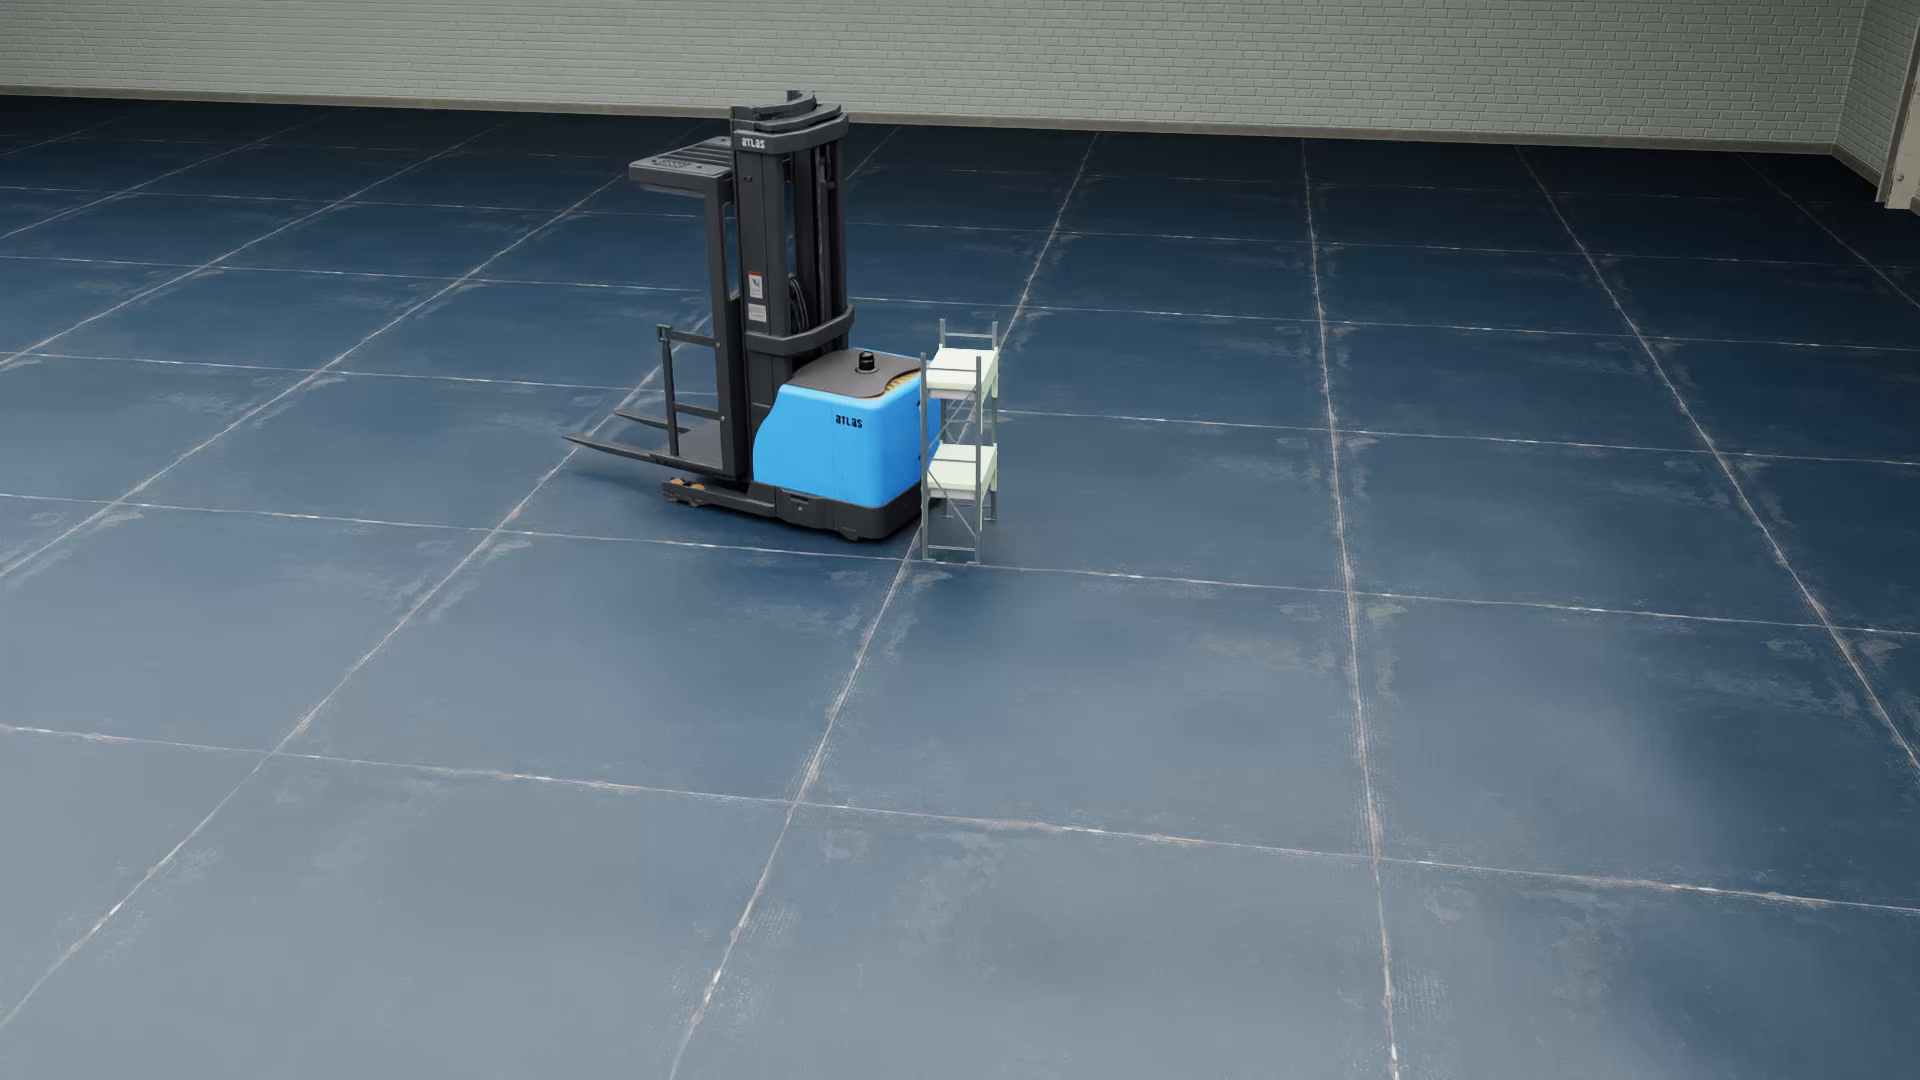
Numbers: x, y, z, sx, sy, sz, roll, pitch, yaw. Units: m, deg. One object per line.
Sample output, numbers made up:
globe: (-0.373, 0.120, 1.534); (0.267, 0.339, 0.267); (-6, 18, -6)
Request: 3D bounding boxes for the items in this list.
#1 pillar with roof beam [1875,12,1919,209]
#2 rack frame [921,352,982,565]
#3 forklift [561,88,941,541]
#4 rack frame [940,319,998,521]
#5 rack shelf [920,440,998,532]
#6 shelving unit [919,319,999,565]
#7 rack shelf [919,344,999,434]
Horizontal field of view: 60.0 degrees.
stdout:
pillar with roof beam: (7.381, -8.548, 19.442); (9.100, 9.000, 0.400); (4, 25, 9)
rack frame: (-0.059, -0.529, 11.155); (0.400, 1.500, 0.023); (4, 25, 9)
forklift: (-1.636, -1.756, 12.088); (3.031, 2.935, 1.130); (13, 28, 26)
rack frame: (0.061, -0.835, 11.809); (0.400, 1.500, 0.023); (4, 25, 9)
rack shelf: (0.001, -0.387, 11.620); (0.431, 0.370, 0.720); (4, 25, 9)
shelving unit: (0.001, -0.682, 11.482); (0.431, 1.500, 0.755); (4, 25, 9)
rack shelf: (0.001, -1.036, 11.317); (0.431, 0.370, 0.720); (4, 25, 9)
